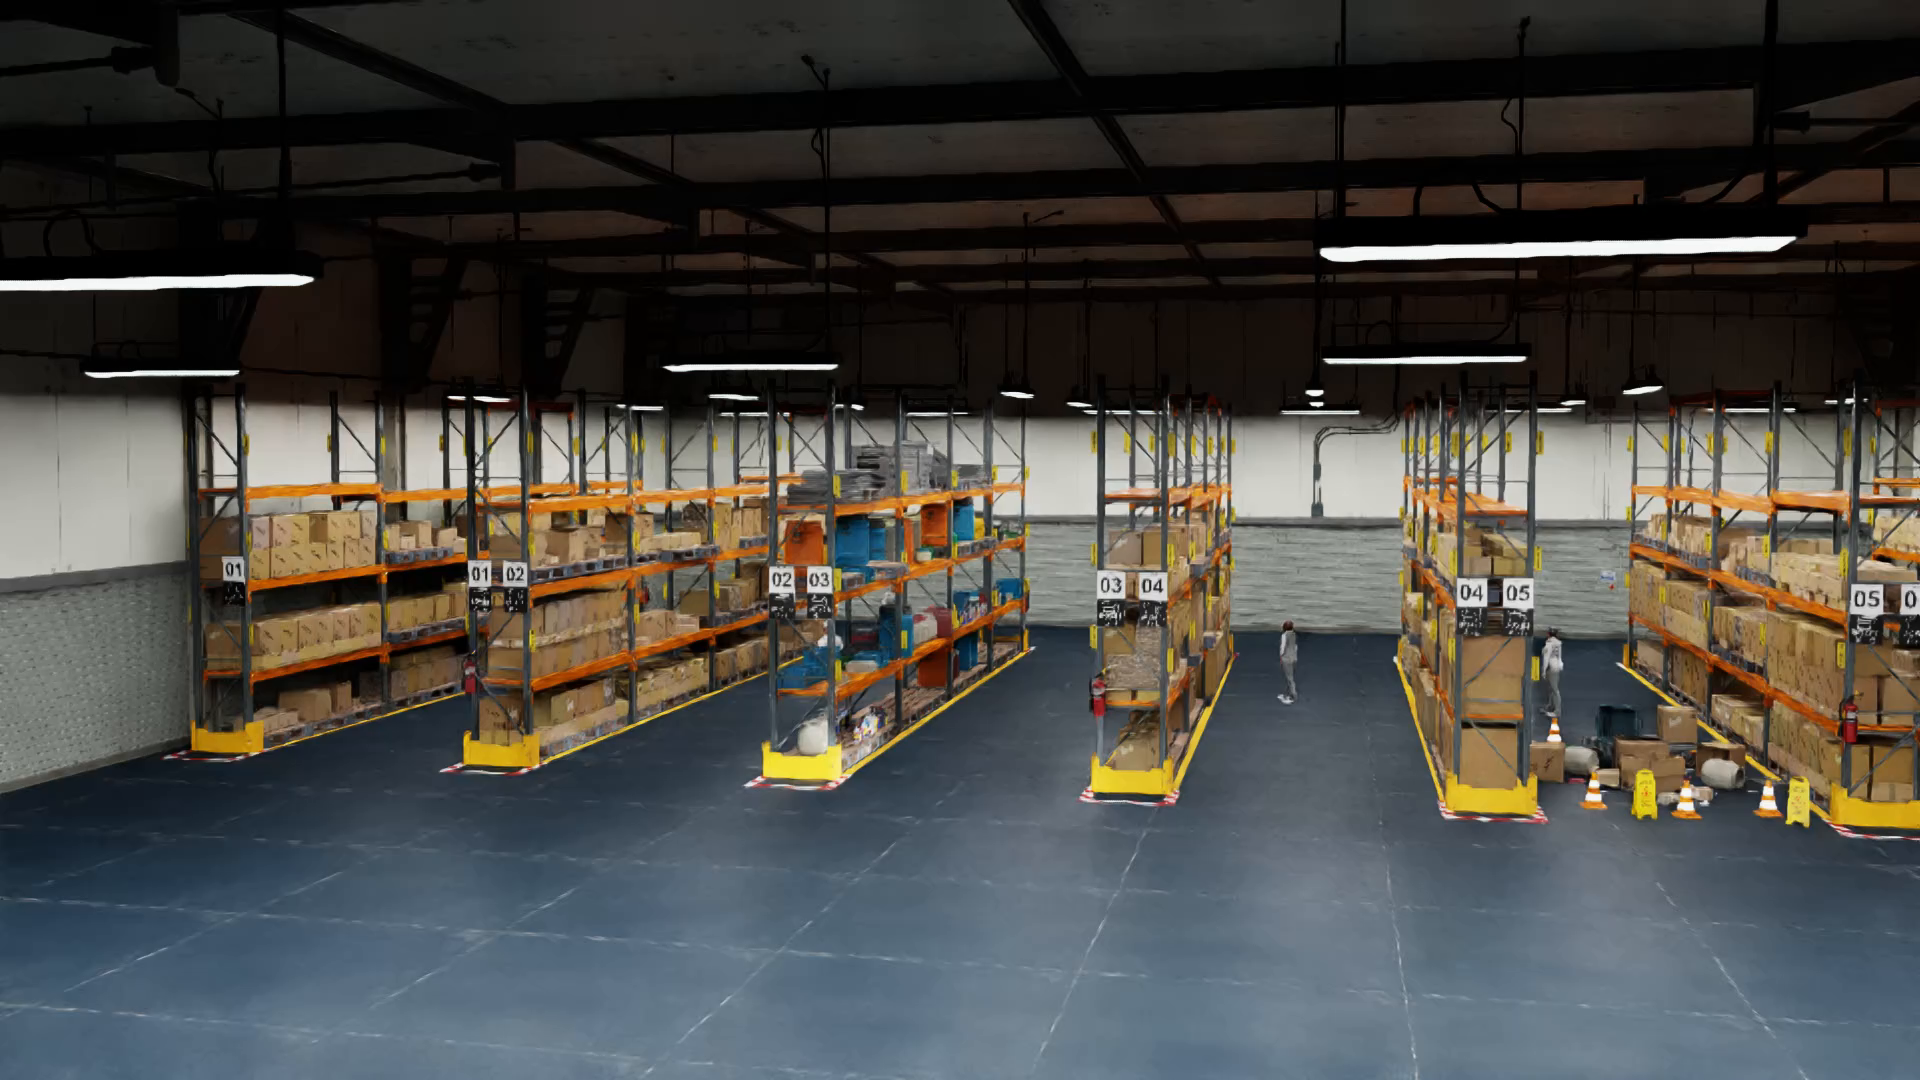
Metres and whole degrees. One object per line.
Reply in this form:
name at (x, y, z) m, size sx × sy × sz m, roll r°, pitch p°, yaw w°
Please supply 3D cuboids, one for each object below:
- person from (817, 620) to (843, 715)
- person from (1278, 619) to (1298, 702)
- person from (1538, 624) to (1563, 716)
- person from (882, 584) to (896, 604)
person at (-2.436, 2.346, 30.800) m, size 0.585 × 1.763 × 0.682 m, roll 2°, pitch 4°, yaw 37°
person at (6.380, 2.340, 32.403) m, size 0.522 × 1.591 × 0.523 m, roll 3°, pitch 4°, yaw 43°
person at (10.928, 2.396, 30.748) m, size 0.544 × 1.667 × 0.572 m, roll 3°, pitch 5°, yaw 44°
person at (-1.647, 1.814, 41.691) m, size 0.636 × 1.628 × 0.506 m, roll 1°, pitch 3°, yaw 10°
